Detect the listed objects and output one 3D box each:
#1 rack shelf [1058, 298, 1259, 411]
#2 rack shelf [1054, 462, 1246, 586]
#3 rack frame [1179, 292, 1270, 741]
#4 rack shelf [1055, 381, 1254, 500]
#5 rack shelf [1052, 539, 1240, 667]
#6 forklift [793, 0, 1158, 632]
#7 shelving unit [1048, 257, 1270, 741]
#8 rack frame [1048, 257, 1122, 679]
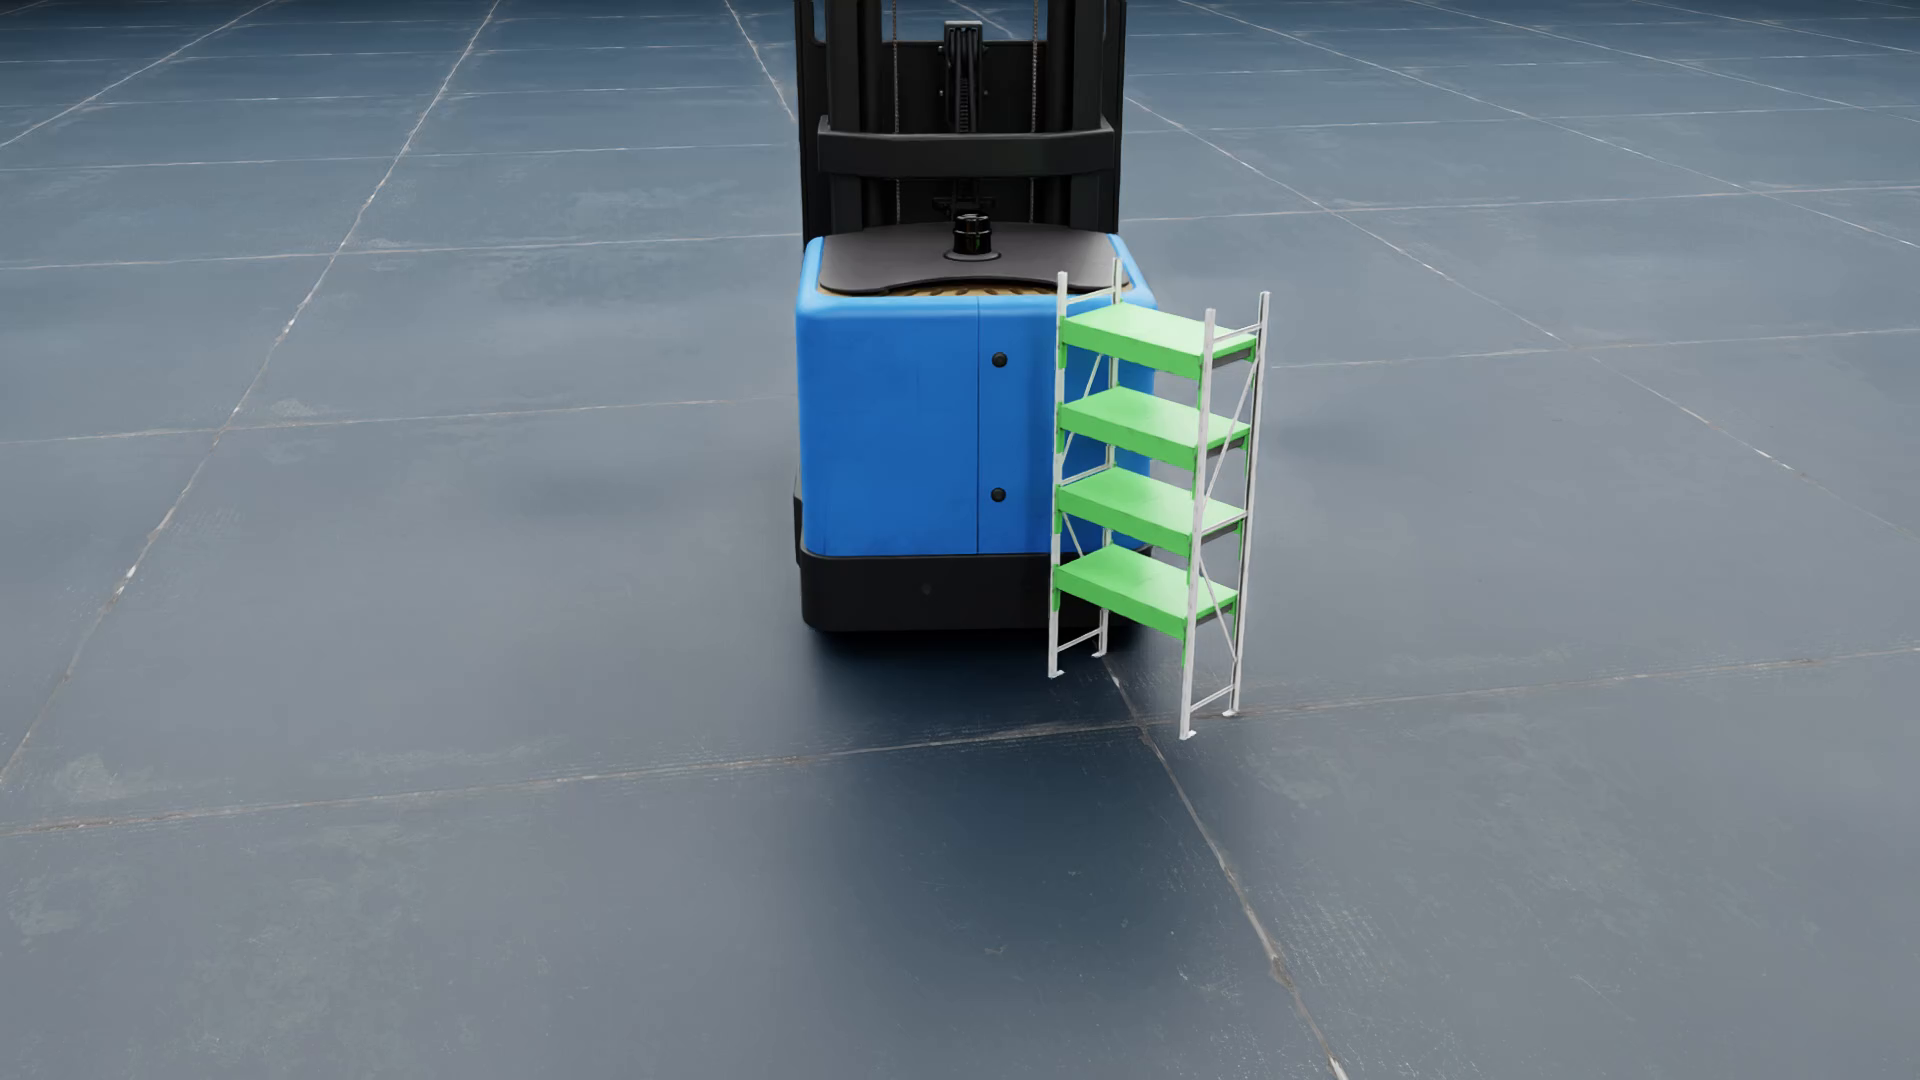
[{"bbox_3d":[0.517,-0.492,4.337,0.258,0.148,0.480,-21,31,-40],"label":"rack shelf"},{"bbox_3d":[0.517,-0.052,4.529,0.258,0.148,0.480,-21,31,-40],"label":"rack shelf"},{"bbox_3d":[0.686,-0.040,4.343,0.240,1.200,0.015,-21,31,-40],"label":"rack frame"},{"bbox_3d":[0.517,-0.272,4.433,0.258,0.148,0.480,-21,31,-40],"label":"rack shelf"},{"bbox_3d":[0.517,0.168,4.625,0.258,0.148,0.480,-21,31,-40],"label":"rack shelf"},{"bbox_3d":[-0.009,-1.616,5.788,1.130,2.935,3.031,-1,24,-2],"label":"forklift"},{"bbox_3d":[0.517,-0.110,4.504,0.258,1.200,0.503,-21,31,-40],"label":"shelving unit"},{"bbox_3d":[0.347,-0.181,4.664,0.240,1.200,0.015,-21,31,-40],"label":"rack frame"}]
